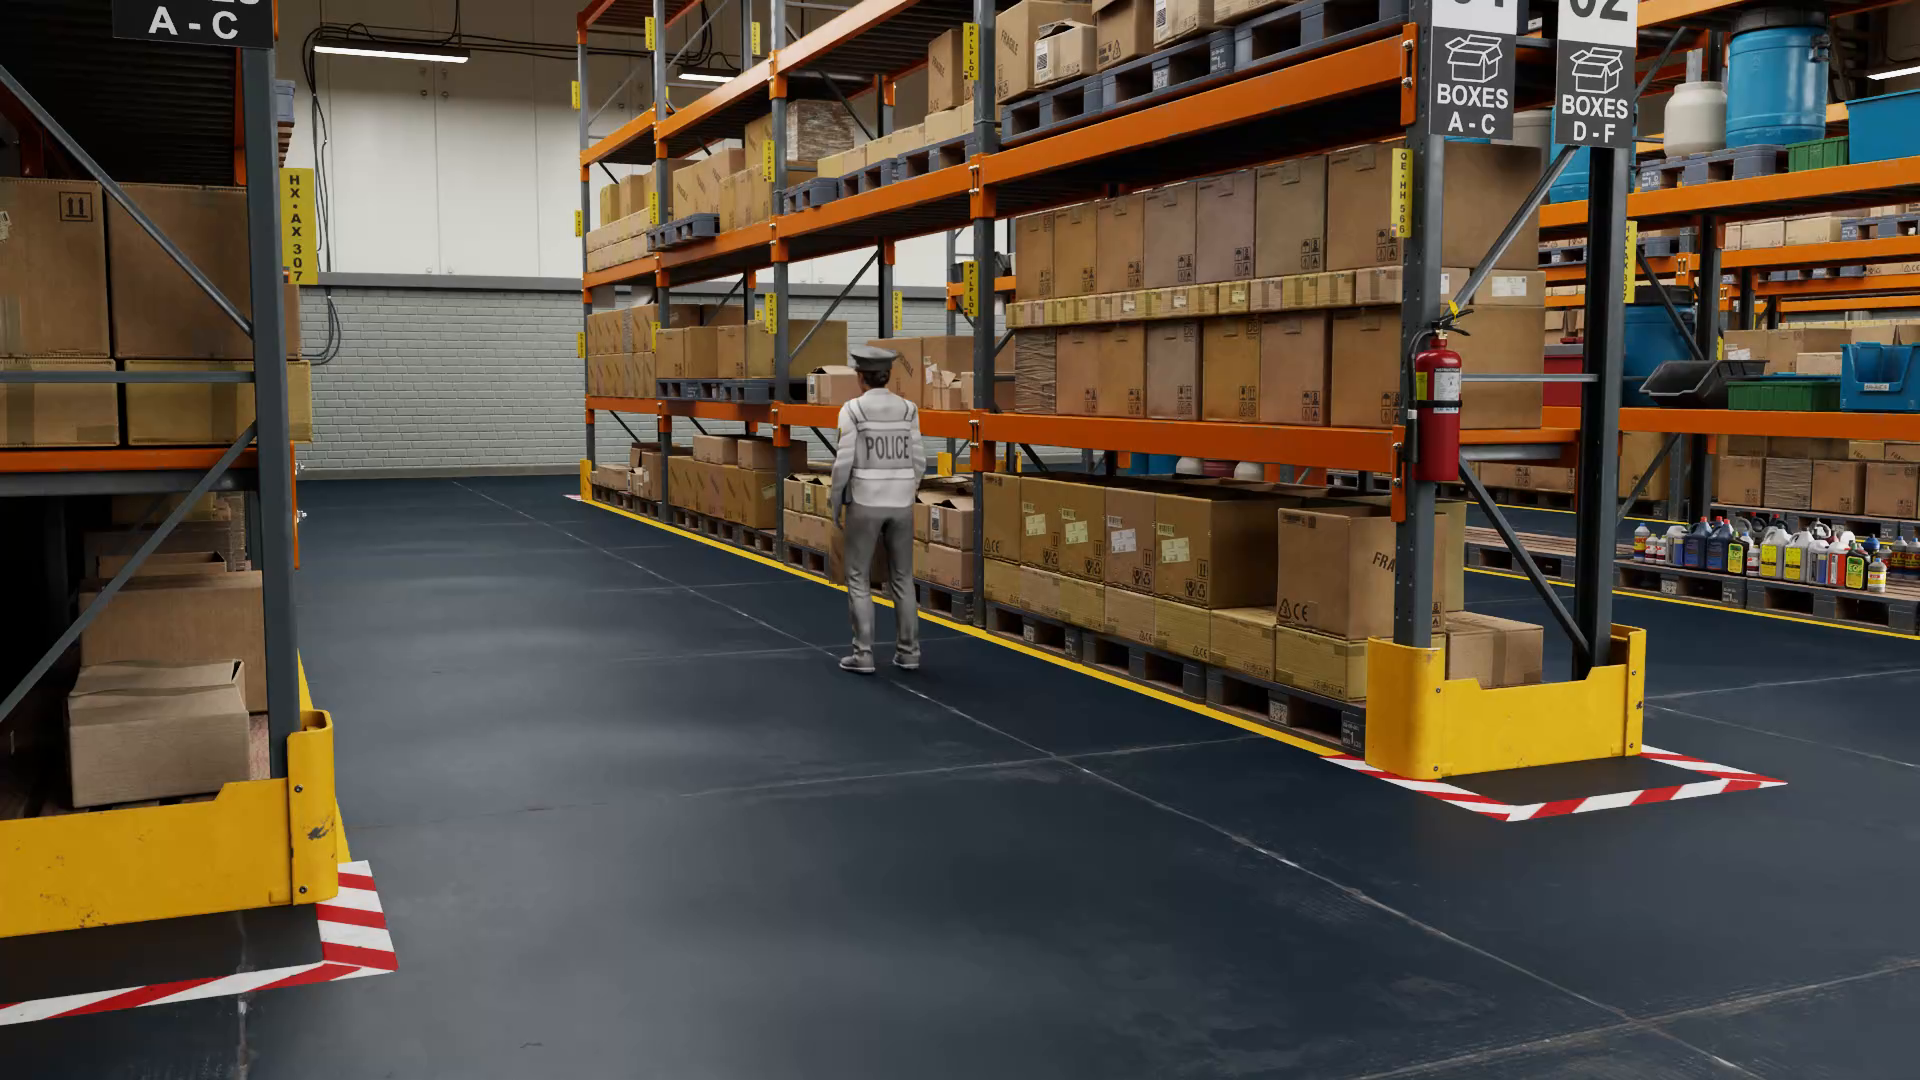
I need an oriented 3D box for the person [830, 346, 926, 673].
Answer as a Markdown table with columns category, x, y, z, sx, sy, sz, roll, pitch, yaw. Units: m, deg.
| category | x | y | z | sx | sy | sz | roll | pitch | yaw |
| --- | --- | --- | --- | --- | --- | --- | --- | --- | --- |
| person | -0.421 | -0.156 | 8.550 | 0.507 | 1.675 | 0.359 | -3 | 6 | -25 |
